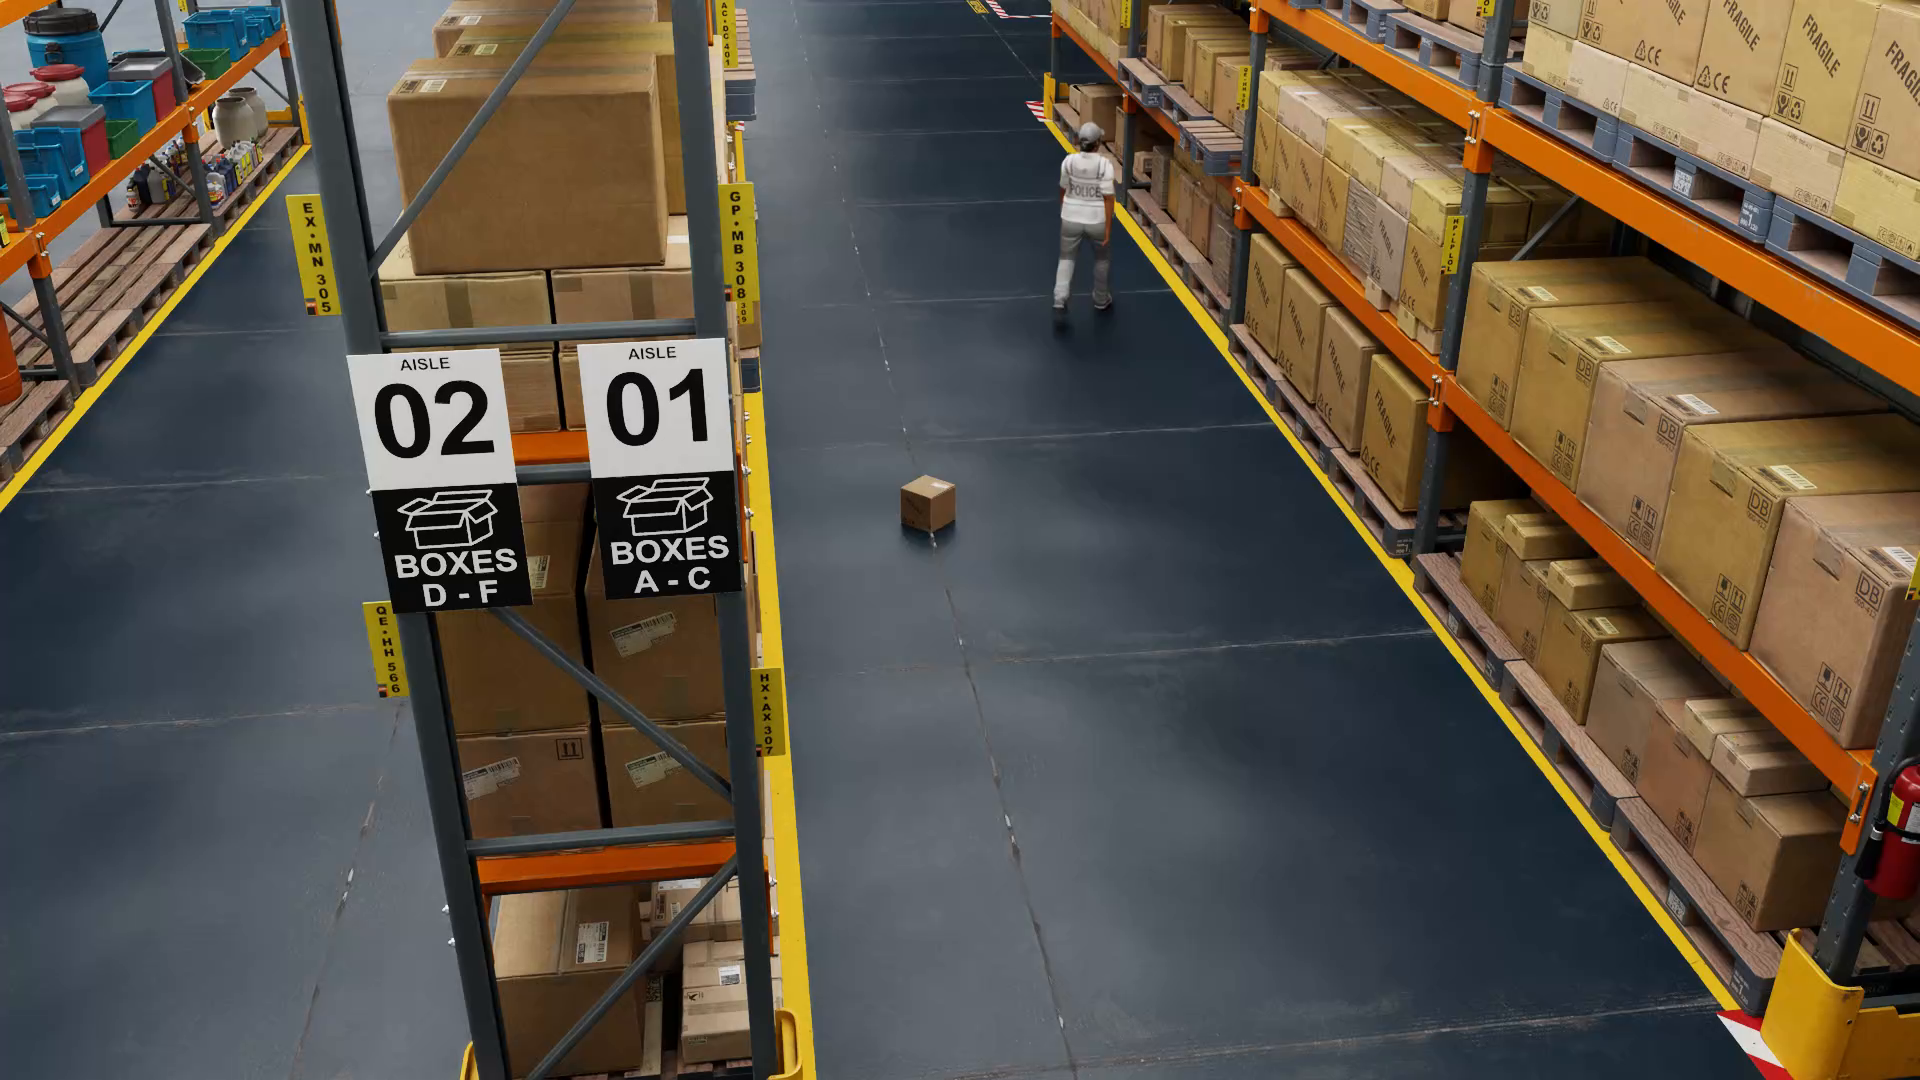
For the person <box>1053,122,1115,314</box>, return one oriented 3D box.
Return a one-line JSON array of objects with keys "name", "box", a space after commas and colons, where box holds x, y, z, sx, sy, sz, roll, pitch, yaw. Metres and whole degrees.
[{"name": "person", "box": [1.050, -2.649, 13.728, 0.474, 1.628, 0.837, 6, 28, 12]}]
